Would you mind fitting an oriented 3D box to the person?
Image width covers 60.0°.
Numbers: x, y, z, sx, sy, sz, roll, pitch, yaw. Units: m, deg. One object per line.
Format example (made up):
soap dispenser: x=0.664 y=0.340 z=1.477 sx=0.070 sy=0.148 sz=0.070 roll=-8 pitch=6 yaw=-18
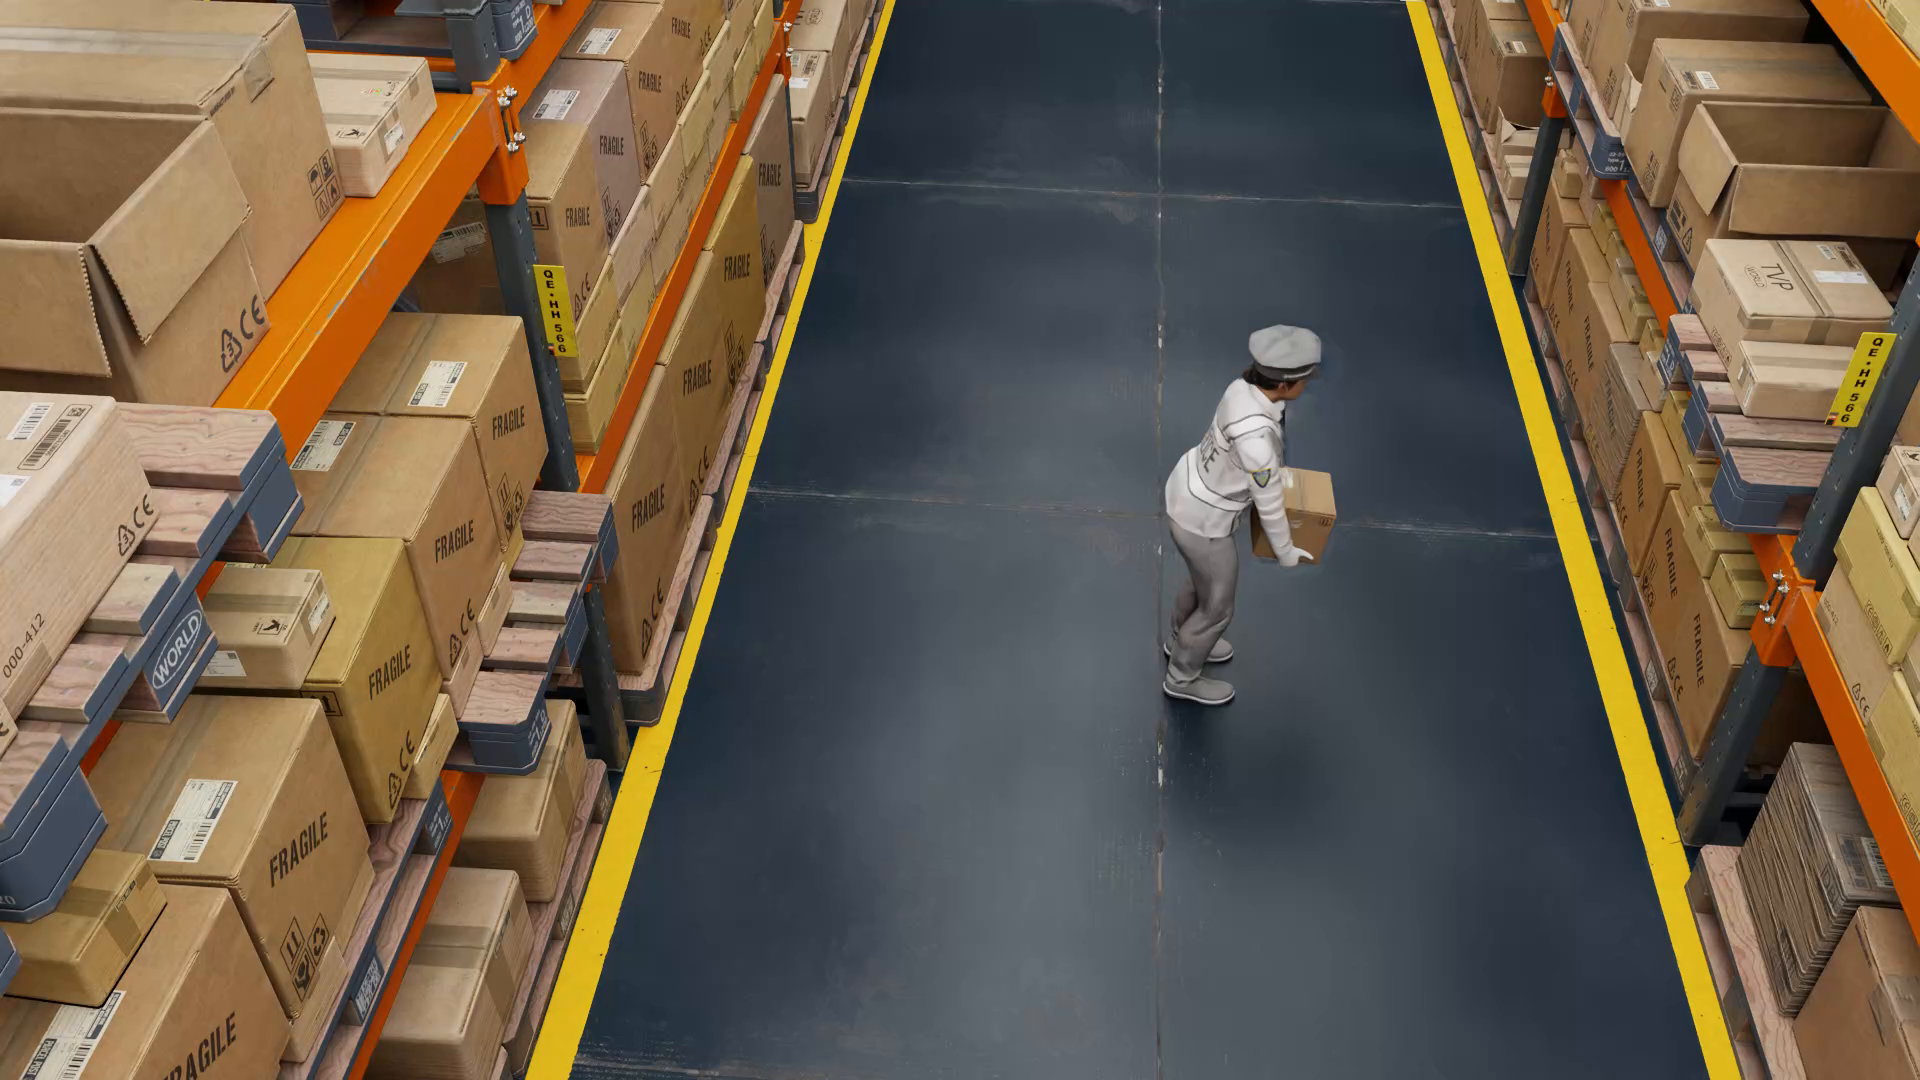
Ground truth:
person: x=1.048 y=-0.079 z=6.283 sx=0.559 sy=1.630 sz=0.412 roll=3 pitch=40 yaw=3
